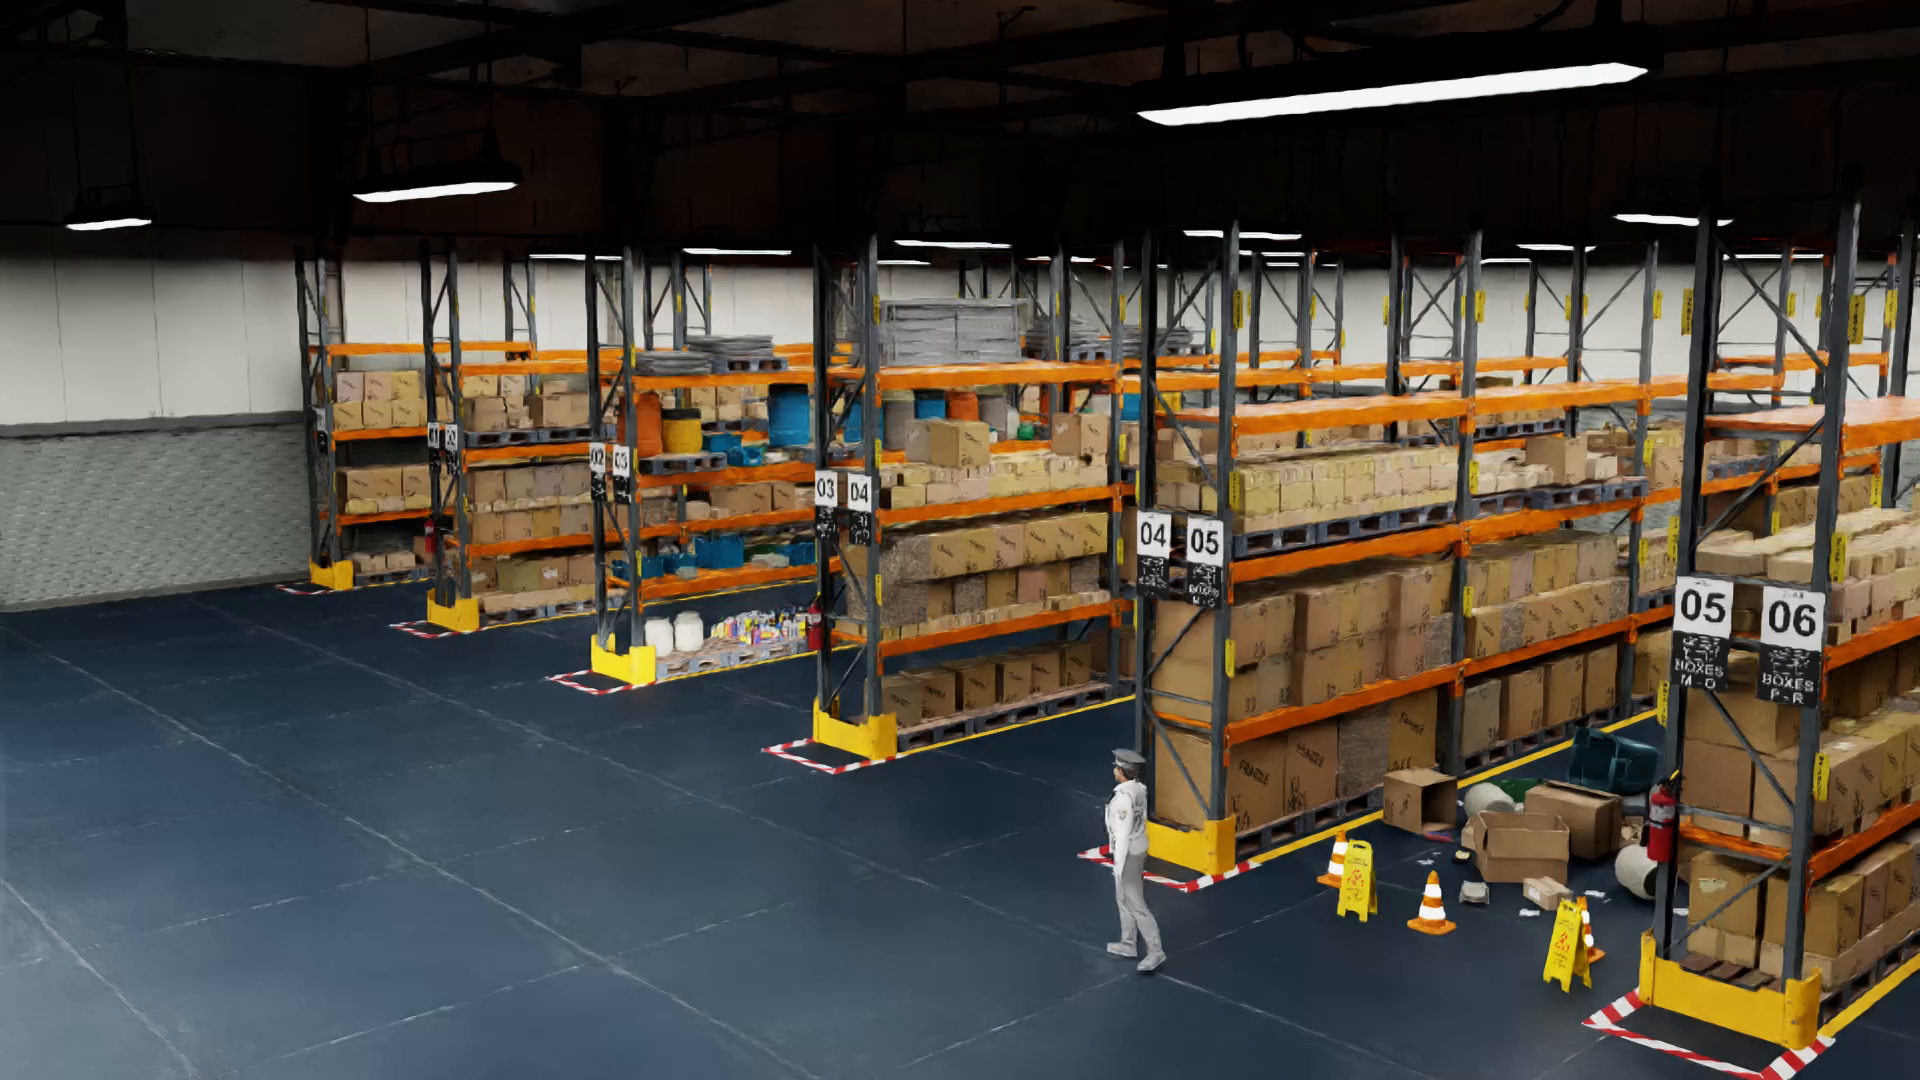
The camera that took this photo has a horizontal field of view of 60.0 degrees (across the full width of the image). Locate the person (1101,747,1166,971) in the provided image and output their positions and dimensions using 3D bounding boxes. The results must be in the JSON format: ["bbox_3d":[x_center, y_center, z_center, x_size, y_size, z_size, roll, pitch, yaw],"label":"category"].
[{"bbox_3d":[1.378,2.469,12.964,0.524,1.667,0.571,3,9,21],"label":"person"}]
